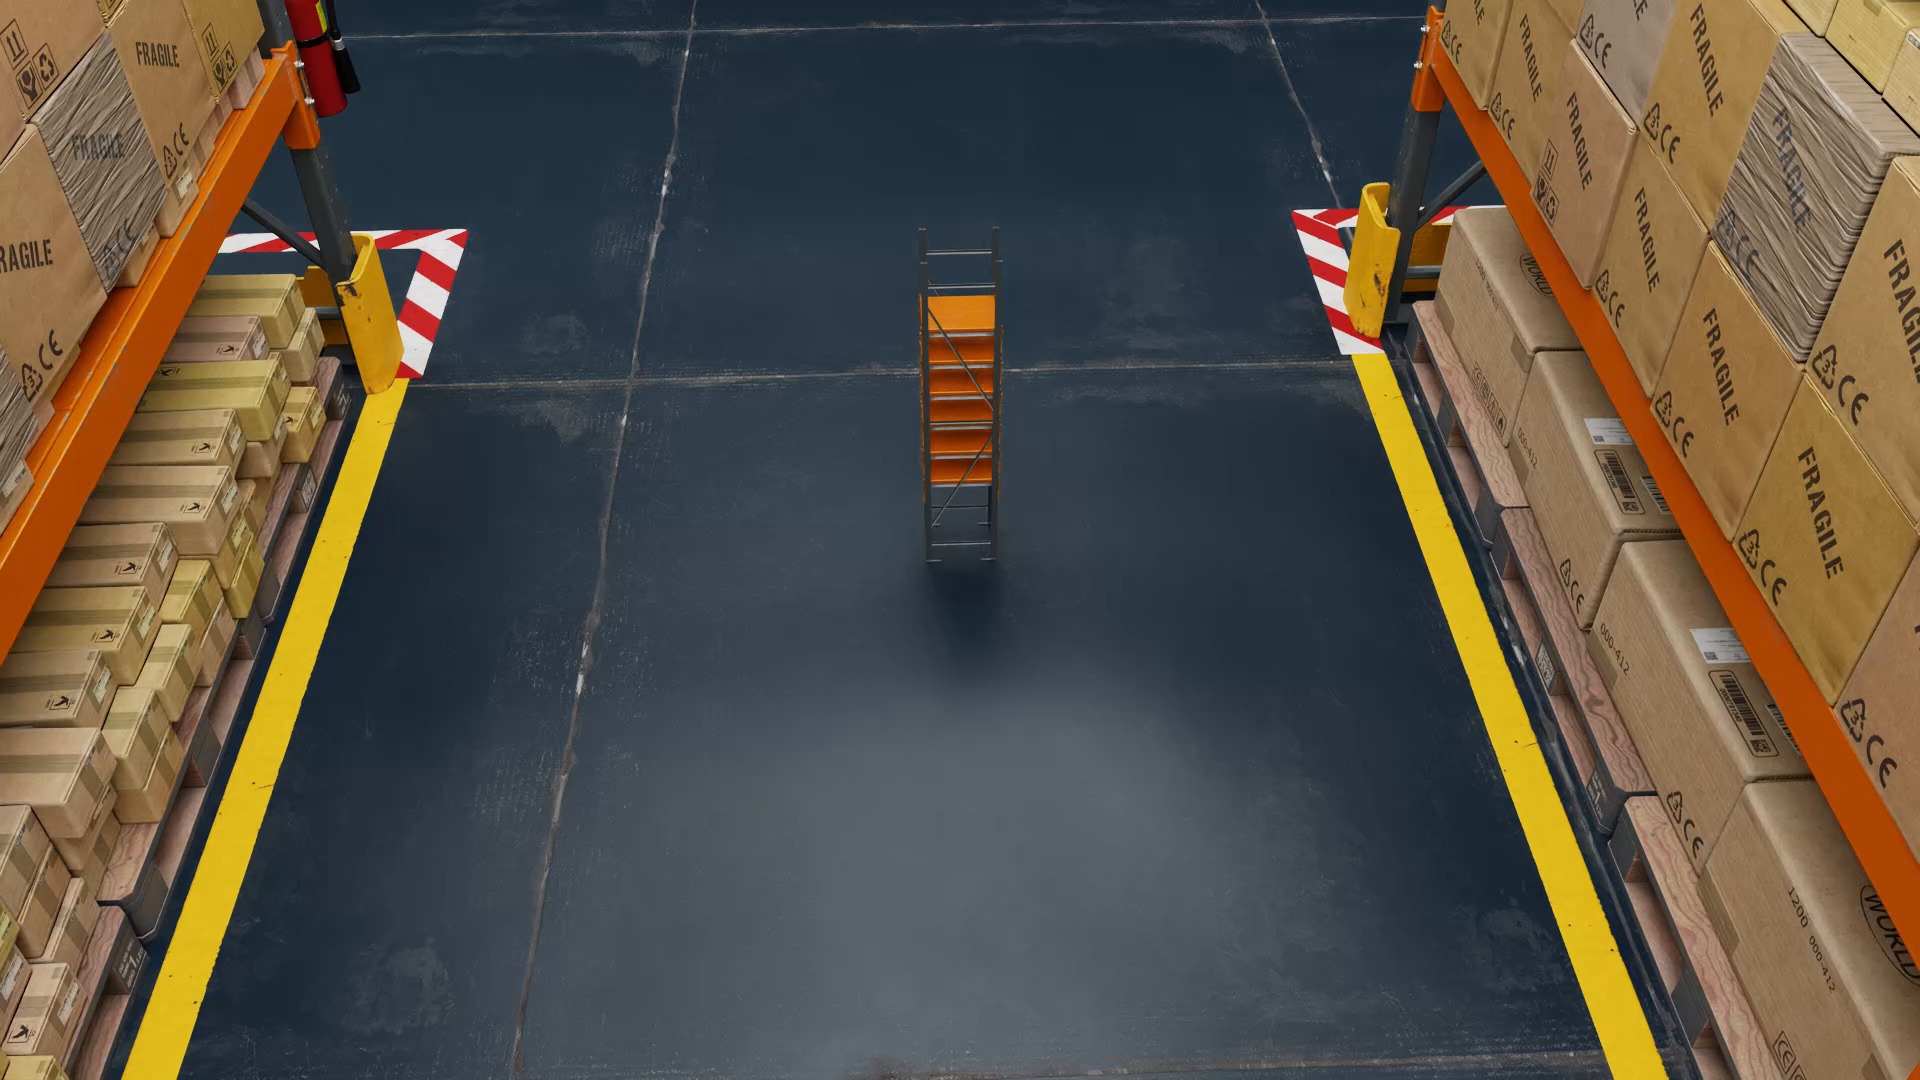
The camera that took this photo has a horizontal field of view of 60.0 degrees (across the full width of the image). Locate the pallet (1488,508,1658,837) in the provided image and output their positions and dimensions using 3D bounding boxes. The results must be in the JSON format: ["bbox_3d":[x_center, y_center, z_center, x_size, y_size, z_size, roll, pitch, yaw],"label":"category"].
[{"bbox_3d":[2.324,0.362,5.199,1.003,0.211,1.213,-2,43,-2],"label":"pallet"}]

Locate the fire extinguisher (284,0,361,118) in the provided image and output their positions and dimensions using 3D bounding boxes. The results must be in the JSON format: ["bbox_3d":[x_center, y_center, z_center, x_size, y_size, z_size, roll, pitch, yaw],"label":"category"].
[{"bbox_3d":[-2.328,-1.832,5.862,0.296,0.674,0.183,-2,43,-2],"label":"fire extinguisher"}]

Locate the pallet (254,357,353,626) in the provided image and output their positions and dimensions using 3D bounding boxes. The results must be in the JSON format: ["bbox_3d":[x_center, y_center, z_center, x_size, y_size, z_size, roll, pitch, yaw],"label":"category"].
[{"bbox_3d":[-2.776,-0.186,5.797,1.003,0.211,1.213,-2,43,-2],"label":"pallet"}]

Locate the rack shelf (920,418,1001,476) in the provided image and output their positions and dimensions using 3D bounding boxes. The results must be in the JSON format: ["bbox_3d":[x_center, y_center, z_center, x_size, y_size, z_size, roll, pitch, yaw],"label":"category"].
[{"bbox_3d":[0.001,-0.311,5.445,0.258,0.103,0.180,-2,43,-2],"label":"rack shelf"}]

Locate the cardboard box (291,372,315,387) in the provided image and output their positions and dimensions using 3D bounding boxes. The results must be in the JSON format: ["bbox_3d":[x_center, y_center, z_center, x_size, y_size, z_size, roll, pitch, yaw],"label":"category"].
[{"bbox_3d":[-2.547,-0.569,5.950,0.380,0.149,0.250,-1,43,-1],"label":"cardboard box"}]

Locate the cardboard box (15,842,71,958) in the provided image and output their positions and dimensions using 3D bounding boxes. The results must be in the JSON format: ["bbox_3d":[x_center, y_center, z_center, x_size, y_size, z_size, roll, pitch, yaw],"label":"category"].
[{"bbox_3d":[-2.459,0.904,4.123,0.380,0.149,0.250,-4,43,-4],"label":"cardboard box"}]

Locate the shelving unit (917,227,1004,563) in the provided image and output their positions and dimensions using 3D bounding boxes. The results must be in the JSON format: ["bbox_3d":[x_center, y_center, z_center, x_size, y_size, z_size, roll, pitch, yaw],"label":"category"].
[{"bbox_3d":[0.001,-0.433,5.334,0.258,1.200,0.189,-2,43,-2],"label":"shelving unit"}]

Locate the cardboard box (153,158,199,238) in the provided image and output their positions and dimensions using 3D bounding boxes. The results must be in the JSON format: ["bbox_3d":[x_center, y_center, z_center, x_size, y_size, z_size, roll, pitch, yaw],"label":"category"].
[{"bbox_3d":[-2.449,-1.001,4.808,0.380,0.149,0.250,-1,43,-1],"label":"cardboard box"}]

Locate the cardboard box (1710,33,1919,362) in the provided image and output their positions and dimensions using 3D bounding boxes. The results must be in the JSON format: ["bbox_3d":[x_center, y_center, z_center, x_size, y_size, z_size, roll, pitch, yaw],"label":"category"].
[{"bbox_3d":[1.993,-0.727,3.509,0.500,0.500,0.500,-1,43,-1],"label":"cardboard box"}]

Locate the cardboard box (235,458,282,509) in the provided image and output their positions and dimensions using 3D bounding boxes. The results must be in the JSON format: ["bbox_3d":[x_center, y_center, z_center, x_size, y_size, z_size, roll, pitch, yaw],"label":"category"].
[{"bbox_3d":[-2.510,-0.218,5.567,0.380,0.149,0.250,-2,43,-2],"label":"cardboard box"}]

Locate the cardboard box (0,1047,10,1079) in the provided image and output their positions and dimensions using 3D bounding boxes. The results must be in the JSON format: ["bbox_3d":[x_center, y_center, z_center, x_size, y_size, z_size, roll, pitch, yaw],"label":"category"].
[{"bbox_3d":[-2.404,1.250,3.746,0.380,0.149,0.250,-1,43,-1],"label":"cardboard box"}]

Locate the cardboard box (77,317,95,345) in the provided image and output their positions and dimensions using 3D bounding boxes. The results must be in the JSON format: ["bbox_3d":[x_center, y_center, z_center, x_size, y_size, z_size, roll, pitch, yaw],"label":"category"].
[{"bbox_3d":[-2.515,-0.638,4.412,0.380,0.149,0.250,-3,43,-4],"label":"cardboard box"}]

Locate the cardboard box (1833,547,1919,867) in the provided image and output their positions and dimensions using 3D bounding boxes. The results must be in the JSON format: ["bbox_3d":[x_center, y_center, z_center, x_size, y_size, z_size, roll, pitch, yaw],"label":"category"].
[{"bbox_3d":[2.058,0.332,3.093,0.500,0.500,0.500,-1,43,-1],"label":"cardboard box"}]

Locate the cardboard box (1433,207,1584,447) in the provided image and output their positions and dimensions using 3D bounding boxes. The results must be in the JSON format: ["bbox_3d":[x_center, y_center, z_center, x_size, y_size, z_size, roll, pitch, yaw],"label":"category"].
[{"bbox_3d":[2.291,-0.793,5.980,0.875,0.438,0.875,-3,43,-3],"label":"cardboard box"}]

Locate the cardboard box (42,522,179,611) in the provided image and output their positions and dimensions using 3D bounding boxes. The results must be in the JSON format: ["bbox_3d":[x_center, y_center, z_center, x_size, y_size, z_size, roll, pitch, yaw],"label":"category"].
[{"bbox_3d":[-2.496,0.092,4.789,0.380,0.149,0.250,-3,43,-3],"label":"cardboard box"}]

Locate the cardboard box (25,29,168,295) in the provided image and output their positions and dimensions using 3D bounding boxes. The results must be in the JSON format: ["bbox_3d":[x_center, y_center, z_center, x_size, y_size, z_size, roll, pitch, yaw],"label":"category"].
[{"bbox_3d":[-2.454,-0.976,4.300,0.500,0.500,0.500,-2,43,-2],"label":"cardboard box"}]

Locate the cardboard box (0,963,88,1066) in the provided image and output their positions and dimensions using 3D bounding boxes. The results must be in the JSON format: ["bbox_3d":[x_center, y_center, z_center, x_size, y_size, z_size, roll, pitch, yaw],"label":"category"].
[{"bbox_3d":[-2.376,1.180,4.041,0.380,0.149,0.250,-2,43,-2],"label":"cardboard box"}]

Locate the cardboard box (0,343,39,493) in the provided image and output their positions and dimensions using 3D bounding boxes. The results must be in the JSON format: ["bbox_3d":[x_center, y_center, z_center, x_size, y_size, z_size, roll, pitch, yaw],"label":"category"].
[{"bbox_3d":[-2.391,-0.278,3.539,0.500,0.500,0.500,-2,43,-3],"label":"cardboard box"}]

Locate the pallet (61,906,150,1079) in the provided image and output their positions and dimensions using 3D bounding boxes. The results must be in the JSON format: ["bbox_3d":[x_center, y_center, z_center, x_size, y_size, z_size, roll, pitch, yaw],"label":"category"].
[{"bbox_3d":[-2.672,1.461,4.000,1.003,0.211,1.213,-2,43,-2],"label":"pallet"}]

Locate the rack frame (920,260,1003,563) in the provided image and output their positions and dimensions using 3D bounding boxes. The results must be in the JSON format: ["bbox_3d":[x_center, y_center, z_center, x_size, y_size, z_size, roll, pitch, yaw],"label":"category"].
[{"bbox_3d":[0.005,-0.371,5.267,0.240,1.200,0.006,-2,43,-2],"label":"rack frame"}]

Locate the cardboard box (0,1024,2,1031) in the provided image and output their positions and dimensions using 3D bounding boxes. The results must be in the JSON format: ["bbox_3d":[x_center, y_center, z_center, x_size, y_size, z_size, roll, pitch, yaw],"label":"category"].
[{"bbox_3d":[-2.368,1.136,3.649,0.380,0.149,0.250,0,43,0],"label":"cardboard box"}]

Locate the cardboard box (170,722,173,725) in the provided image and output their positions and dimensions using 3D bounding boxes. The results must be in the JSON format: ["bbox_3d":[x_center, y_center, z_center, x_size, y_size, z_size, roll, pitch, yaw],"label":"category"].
[{"bbox_3d":[-2.486,0.477,4.809,0.380,0.149,0.250,-1,43,-1],"label":"cardboard box"}]

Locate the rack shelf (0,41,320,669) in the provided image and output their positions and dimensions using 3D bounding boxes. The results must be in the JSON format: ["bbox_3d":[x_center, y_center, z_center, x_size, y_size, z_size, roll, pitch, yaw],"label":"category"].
[{"bbox_3d":[-2.693,-0.200,4.280,1.077,0.370,4.000,-2,43,-2],"label":"rack shelf"}]

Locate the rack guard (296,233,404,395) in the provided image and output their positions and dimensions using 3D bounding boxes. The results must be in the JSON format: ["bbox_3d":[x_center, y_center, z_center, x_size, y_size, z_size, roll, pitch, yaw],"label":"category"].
[{"bbox_3d":[-2.775,-0.842,6.299,1.175,0.500,0.348,-2,43,-2],"label":"rack guard"}]

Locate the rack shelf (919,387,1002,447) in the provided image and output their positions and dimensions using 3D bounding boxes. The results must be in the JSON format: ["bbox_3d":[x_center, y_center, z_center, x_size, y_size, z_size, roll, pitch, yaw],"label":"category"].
[{"bbox_3d":[0.001,-0.400,5.364,0.258,0.103,0.180,-2,43,-2],"label":"rack shelf"}]

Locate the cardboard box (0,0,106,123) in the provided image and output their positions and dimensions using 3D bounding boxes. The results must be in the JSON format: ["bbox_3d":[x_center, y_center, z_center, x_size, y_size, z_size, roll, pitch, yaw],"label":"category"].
[{"bbox_3d":[-2.457,-1.335,3.953,0.500,0.500,0.500,0,43,0],"label":"cardboard box"}]

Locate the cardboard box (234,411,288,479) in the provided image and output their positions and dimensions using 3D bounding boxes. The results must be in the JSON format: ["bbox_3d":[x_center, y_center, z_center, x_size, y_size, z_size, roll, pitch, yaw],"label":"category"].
[{"bbox_3d":[-2.447,-0.330,5.469,0.380,0.149,0.250,-3,43,-4],"label":"cardboard box"}]

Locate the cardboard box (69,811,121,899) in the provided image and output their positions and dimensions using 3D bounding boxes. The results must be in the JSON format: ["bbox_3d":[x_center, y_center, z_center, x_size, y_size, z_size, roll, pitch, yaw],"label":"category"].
[{"bbox_3d":[-2.483,0.830,4.424,0.380,0.149,0.250,-3,43,-4],"label":"cardboard box"}]

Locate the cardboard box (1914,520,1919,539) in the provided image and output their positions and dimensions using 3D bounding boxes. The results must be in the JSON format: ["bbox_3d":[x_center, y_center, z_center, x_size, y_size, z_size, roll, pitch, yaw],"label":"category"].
[{"bbox_3d":[2.037,-0.041,2.761,0.500,0.500,0.500,-2,43,-2],"label":"cardboard box"}]

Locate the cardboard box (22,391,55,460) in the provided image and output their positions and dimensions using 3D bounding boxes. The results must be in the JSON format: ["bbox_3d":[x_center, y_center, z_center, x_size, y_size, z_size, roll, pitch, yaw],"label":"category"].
[{"bbox_3d":[-2.455,-0.290,4.032,0.380,0.149,0.250,0,43,0],"label":"cardboard box"}]

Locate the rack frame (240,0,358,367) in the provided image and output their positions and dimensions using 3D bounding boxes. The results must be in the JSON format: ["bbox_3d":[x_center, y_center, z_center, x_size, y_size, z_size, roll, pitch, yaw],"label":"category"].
[{"bbox_3d":[-2.778,-1.815,5.510,1.000,3.000,0.127,-2,43,-2],"label":"rack frame"}]

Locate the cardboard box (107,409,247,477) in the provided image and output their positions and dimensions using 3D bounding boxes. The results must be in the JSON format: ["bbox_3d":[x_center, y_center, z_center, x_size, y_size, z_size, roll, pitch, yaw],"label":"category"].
[{"bbox_3d":[-2.463,-0.269,5.182,0.380,0.149,0.250,-3,43,-4],"label":"cardboard box"}]

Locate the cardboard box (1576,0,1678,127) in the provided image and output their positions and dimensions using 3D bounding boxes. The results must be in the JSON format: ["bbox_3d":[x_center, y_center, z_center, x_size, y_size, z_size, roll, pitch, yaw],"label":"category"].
[{"bbox_3d":[1.958,-1.403,4.246,0.500,0.500,0.500,-2,43,-2],"label":"cardboard box"}]

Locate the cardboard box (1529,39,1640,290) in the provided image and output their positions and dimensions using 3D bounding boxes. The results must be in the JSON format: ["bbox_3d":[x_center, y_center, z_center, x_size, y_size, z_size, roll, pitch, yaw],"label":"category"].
[{"bbox_3d":[1.950,-1.045,4.596,0.500,0.500,0.500,-2,43,-2],"label":"cardboard box"}]

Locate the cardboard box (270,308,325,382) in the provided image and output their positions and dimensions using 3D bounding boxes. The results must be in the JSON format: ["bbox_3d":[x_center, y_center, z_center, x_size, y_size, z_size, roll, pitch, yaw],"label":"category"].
[{"bbox_3d":[-2.470,-0.680,5.851,0.380,0.149,0.250,-3,43,-3],"label":"cardboard box"}]

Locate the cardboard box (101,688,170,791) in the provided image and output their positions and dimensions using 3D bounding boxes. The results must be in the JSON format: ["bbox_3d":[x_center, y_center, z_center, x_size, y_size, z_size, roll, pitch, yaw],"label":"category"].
[{"bbox_3d":[-2.395,0.545,4.514,0.380,0.149,0.250,-2,43,-2],"label":"cardboard box"}]

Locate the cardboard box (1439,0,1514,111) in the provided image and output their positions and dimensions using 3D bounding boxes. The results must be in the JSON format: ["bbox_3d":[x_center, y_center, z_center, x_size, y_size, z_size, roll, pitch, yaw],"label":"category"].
[{"bbox_3d":[1.897,-1.730,5.343,0.500,0.500,0.500,-2,43,-2],"label":"cardboard box"}]

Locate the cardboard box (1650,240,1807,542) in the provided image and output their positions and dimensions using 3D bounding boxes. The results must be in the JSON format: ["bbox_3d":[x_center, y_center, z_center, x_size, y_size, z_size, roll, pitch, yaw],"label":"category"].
[{"bbox_3d":[1.995,-0.354,3.842,0.500,0.500,0.500,-2,43,-2],"label":"cardboard box"}]

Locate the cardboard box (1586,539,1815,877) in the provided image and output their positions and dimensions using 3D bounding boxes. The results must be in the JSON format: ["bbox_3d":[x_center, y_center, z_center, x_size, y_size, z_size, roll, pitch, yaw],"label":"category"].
[{"bbox_3d":[2.375,0.434,4.643,0.875,0.438,0.875,-3,43,-3],"label":"cardboard box"}]

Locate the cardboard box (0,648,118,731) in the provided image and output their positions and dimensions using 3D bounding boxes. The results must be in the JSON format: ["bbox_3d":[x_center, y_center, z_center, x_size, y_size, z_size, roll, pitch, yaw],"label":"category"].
[{"bbox_3d":[-2.485,0.436,4.414,0.380,0.149,0.250,-3,43,-4],"label":"cardboard box"}]

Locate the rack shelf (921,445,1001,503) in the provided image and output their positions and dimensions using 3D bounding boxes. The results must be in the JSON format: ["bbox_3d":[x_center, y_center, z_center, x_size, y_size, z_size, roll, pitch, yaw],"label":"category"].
[{"bbox_3d":[0.001,-0.223,5.526,0.258,0.103,0.180,-2,43,-2],"label":"rack shelf"}]

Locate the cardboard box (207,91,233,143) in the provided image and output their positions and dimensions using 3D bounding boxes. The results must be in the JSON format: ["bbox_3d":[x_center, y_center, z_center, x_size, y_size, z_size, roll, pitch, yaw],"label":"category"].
[{"bbox_3d":[-2.509,-1.341,5.179,0.380,0.149,0.250,-2,43,-2],"label":"cardboard box"}]

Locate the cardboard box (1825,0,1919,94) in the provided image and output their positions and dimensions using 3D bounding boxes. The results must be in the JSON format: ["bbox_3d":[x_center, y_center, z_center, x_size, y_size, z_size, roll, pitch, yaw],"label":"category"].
[{"bbox_3d":[2.011,-1.033,3.363,0.380,0.149,0.250,-2,43,-3],"label":"cardboard box"}]

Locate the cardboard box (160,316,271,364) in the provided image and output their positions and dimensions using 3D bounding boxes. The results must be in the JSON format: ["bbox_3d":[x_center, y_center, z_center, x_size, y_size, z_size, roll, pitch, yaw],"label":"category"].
[{"bbox_3d":[-2.549,-0.617,5.562,0.380,0.149,0.250,-1,43,-1],"label":"cardboard box"}]

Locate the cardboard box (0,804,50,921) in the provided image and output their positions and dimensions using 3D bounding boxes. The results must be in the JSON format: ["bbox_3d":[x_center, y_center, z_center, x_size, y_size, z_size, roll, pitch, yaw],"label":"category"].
[{"bbox_3d":[-2.462,0.791,4.026,0.380,0.149,0.250,-3,43,-3],"label":"cardboard box"}]

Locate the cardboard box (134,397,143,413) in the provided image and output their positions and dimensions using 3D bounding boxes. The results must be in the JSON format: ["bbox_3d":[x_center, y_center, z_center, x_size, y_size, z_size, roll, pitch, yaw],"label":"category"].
[{"bbox_3d":[-2.983,-0.382,5.745,0.380,0.149,0.250,-2,43,-2],"label":"cardboard box"}]

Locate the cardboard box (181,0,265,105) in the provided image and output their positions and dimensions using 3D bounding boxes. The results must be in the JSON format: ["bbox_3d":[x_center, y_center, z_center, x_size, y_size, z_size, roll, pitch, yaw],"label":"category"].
[{"bbox_3d":[-2.502,-1.666,5.053,0.500,0.500,0.500,-1,43,-1],"label":"cardboard box"}]

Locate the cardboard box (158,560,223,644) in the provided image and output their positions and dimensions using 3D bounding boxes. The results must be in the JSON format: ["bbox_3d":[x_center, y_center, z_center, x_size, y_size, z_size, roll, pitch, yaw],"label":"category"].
[{"bbox_3d":[-2.419,0.193,4.898,0.380,0.149,0.250,0,43,0],"label":"cardboard box"}]

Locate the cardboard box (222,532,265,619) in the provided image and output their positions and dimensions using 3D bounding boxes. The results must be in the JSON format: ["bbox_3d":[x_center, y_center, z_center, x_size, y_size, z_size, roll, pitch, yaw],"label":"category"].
[{"bbox_3d":[-2.413,0.119,5.200,0.380,0.149,0.250,-3,43,-4],"label":"cardboard box"}]
